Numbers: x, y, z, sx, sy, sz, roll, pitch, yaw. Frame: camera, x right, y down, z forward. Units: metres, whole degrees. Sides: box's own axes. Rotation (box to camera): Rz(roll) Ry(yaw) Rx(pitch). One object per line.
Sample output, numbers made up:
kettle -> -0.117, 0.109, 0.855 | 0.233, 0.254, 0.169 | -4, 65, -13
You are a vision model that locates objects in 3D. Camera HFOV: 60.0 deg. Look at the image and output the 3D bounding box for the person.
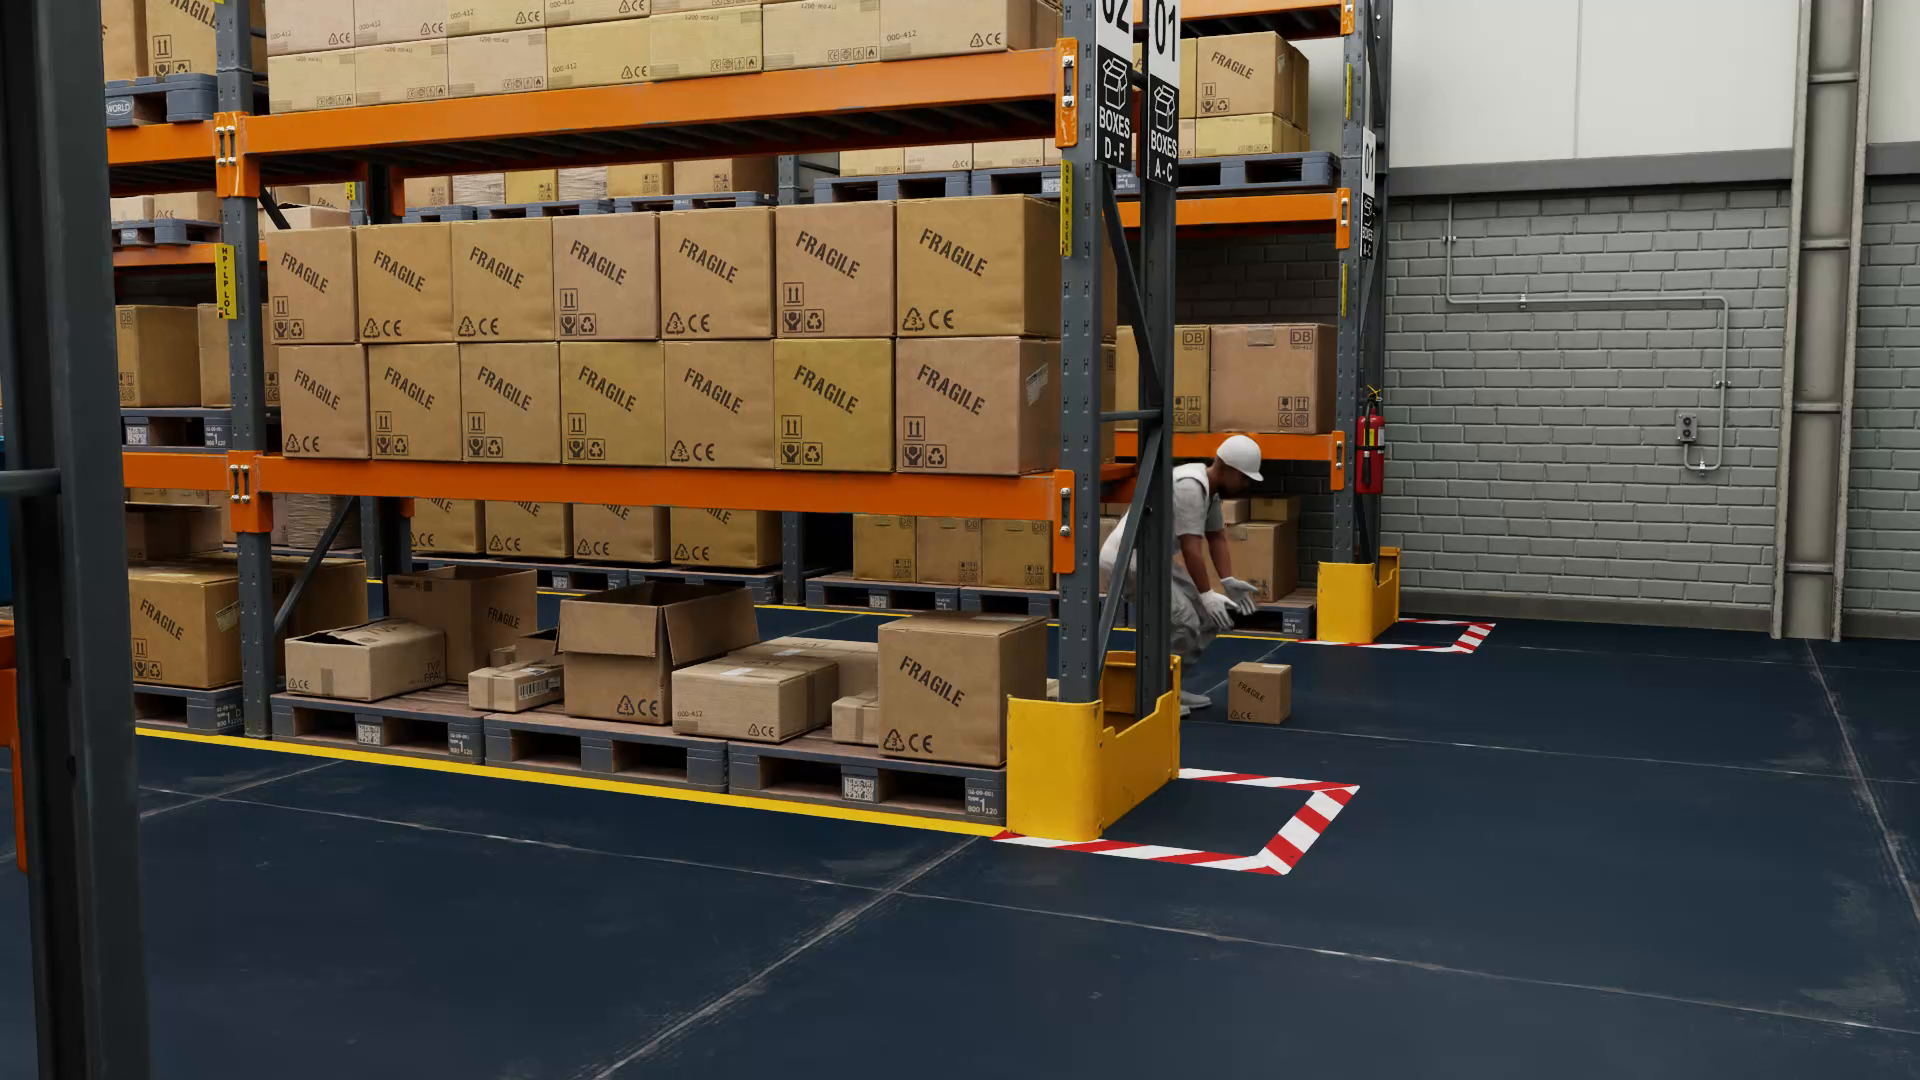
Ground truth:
person -> 1.102, 0.167, 8.255 | 0.789, 1.380, 0.613 | 2, 6, 24
